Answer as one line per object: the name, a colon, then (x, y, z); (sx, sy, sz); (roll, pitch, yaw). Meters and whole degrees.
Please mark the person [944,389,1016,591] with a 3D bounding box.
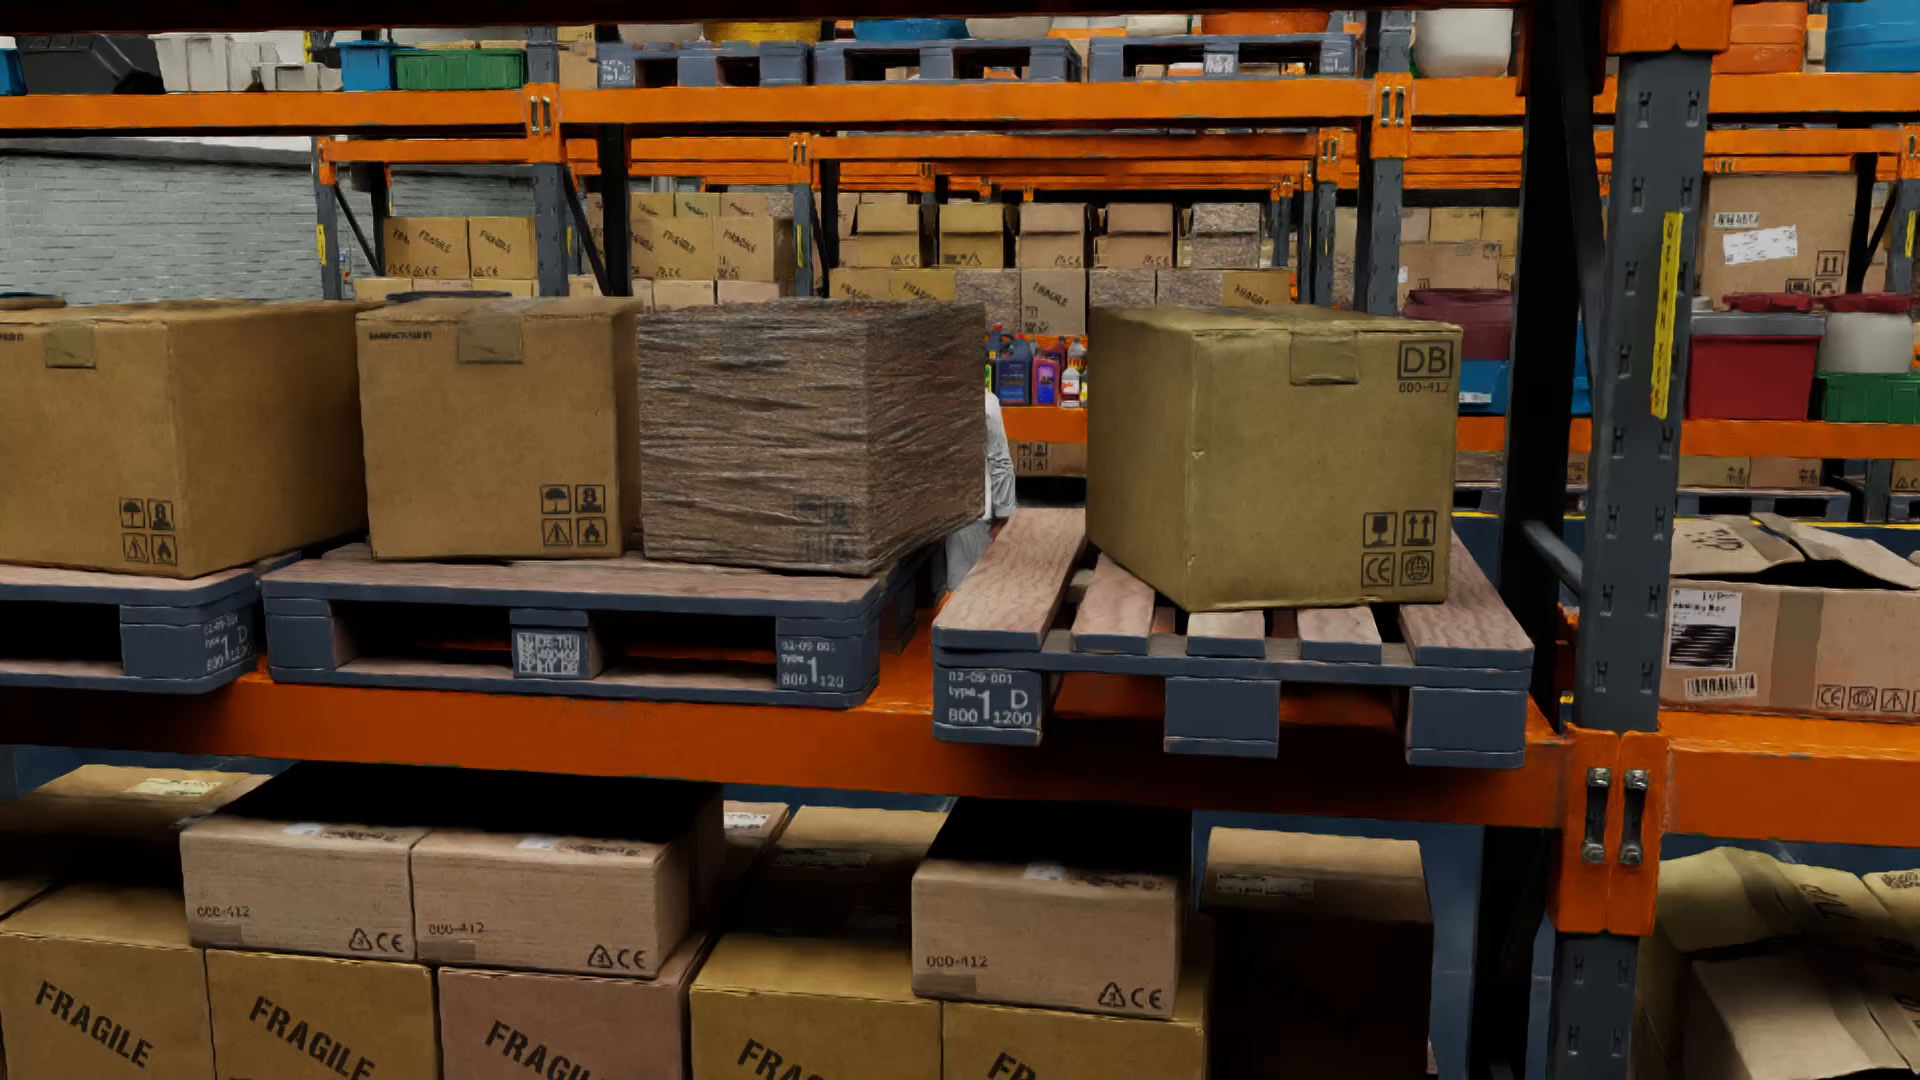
person: (-0.008, -0.064, 7.205); (0.631, 1.767, 0.429); (9, 14, 38)
